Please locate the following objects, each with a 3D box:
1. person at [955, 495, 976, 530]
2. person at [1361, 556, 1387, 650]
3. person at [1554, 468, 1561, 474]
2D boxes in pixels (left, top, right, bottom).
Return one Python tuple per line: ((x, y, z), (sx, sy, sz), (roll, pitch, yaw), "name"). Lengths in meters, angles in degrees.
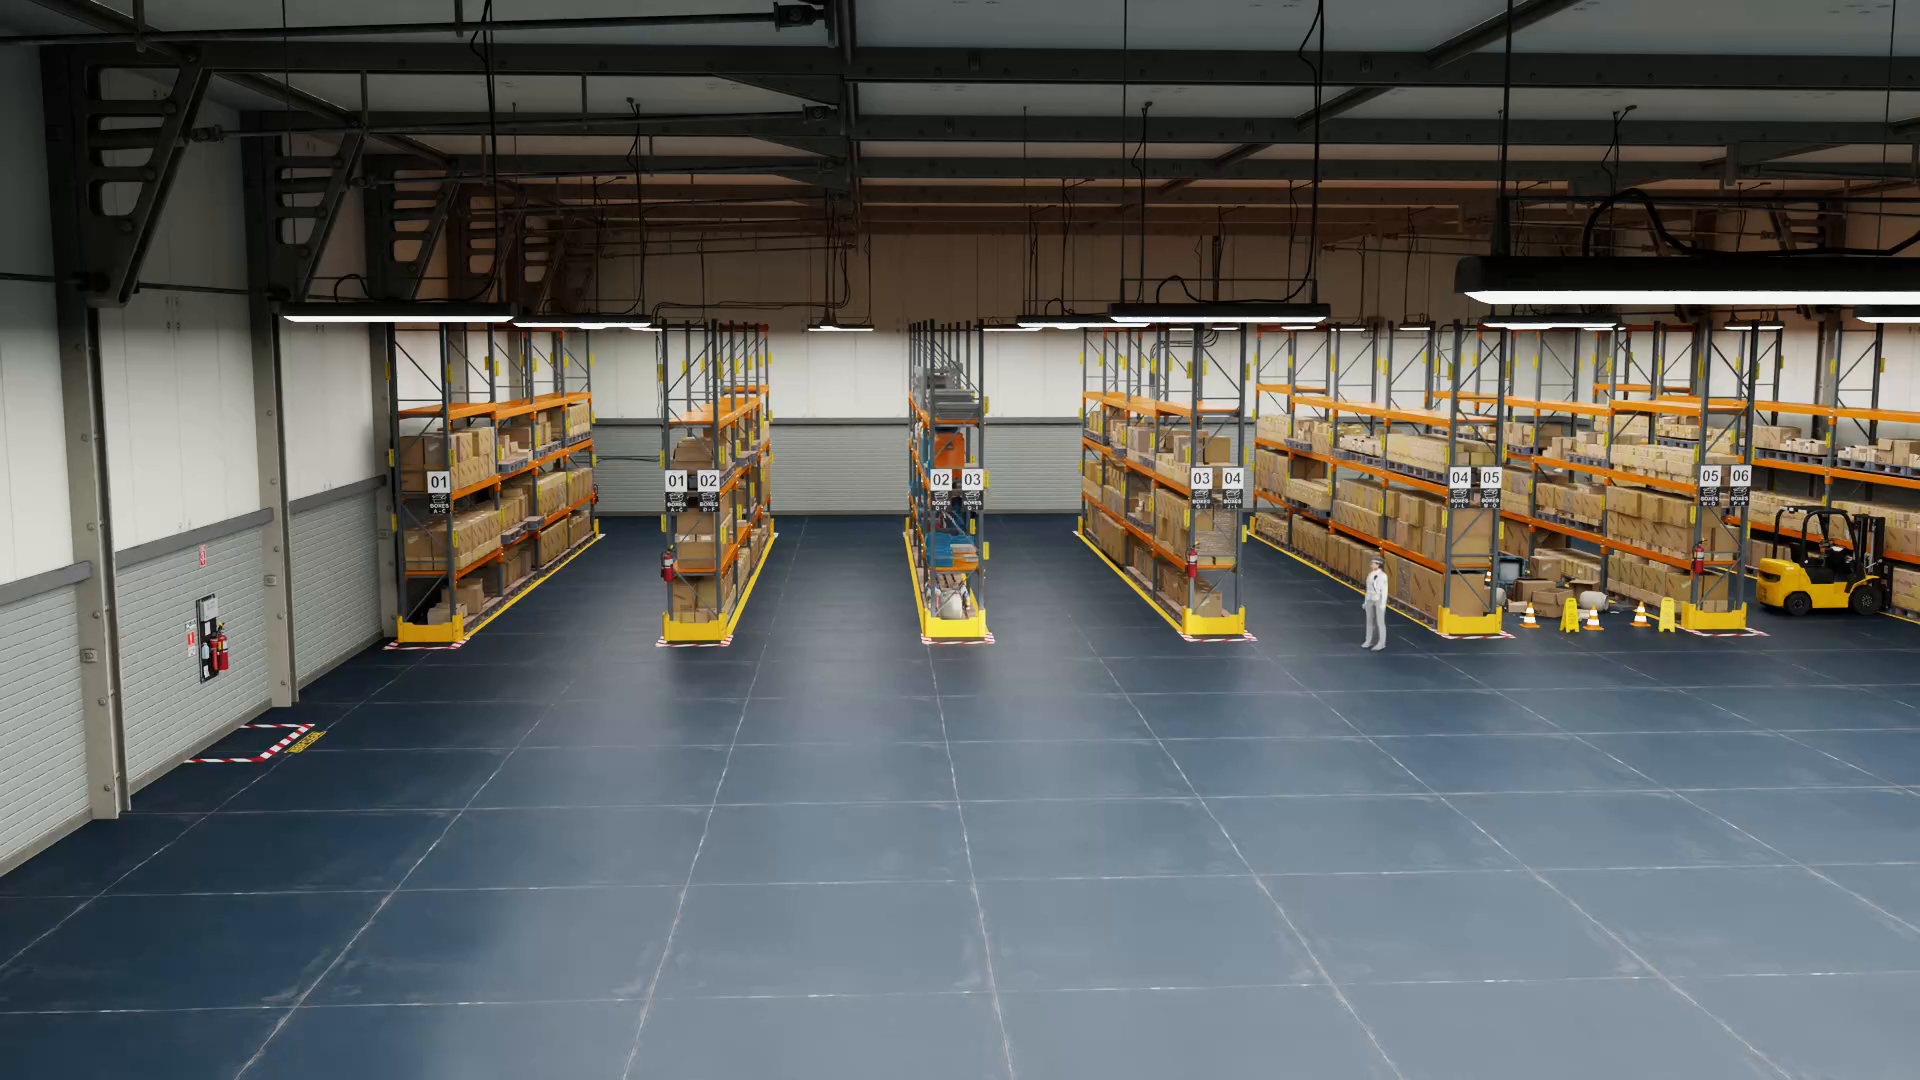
((0.065, -1.129, 48.417), (0.900, 1.739, 0.624), (5, 9, 36), "person")
((7.580, 1.136, 30.379), (0.367, 1.691, 0.523), (-5, 9, -38), "person")
((17.898, -1.287, 49.675), (0.963, 1.744, 0.608), (0, 7, -1), "person")
